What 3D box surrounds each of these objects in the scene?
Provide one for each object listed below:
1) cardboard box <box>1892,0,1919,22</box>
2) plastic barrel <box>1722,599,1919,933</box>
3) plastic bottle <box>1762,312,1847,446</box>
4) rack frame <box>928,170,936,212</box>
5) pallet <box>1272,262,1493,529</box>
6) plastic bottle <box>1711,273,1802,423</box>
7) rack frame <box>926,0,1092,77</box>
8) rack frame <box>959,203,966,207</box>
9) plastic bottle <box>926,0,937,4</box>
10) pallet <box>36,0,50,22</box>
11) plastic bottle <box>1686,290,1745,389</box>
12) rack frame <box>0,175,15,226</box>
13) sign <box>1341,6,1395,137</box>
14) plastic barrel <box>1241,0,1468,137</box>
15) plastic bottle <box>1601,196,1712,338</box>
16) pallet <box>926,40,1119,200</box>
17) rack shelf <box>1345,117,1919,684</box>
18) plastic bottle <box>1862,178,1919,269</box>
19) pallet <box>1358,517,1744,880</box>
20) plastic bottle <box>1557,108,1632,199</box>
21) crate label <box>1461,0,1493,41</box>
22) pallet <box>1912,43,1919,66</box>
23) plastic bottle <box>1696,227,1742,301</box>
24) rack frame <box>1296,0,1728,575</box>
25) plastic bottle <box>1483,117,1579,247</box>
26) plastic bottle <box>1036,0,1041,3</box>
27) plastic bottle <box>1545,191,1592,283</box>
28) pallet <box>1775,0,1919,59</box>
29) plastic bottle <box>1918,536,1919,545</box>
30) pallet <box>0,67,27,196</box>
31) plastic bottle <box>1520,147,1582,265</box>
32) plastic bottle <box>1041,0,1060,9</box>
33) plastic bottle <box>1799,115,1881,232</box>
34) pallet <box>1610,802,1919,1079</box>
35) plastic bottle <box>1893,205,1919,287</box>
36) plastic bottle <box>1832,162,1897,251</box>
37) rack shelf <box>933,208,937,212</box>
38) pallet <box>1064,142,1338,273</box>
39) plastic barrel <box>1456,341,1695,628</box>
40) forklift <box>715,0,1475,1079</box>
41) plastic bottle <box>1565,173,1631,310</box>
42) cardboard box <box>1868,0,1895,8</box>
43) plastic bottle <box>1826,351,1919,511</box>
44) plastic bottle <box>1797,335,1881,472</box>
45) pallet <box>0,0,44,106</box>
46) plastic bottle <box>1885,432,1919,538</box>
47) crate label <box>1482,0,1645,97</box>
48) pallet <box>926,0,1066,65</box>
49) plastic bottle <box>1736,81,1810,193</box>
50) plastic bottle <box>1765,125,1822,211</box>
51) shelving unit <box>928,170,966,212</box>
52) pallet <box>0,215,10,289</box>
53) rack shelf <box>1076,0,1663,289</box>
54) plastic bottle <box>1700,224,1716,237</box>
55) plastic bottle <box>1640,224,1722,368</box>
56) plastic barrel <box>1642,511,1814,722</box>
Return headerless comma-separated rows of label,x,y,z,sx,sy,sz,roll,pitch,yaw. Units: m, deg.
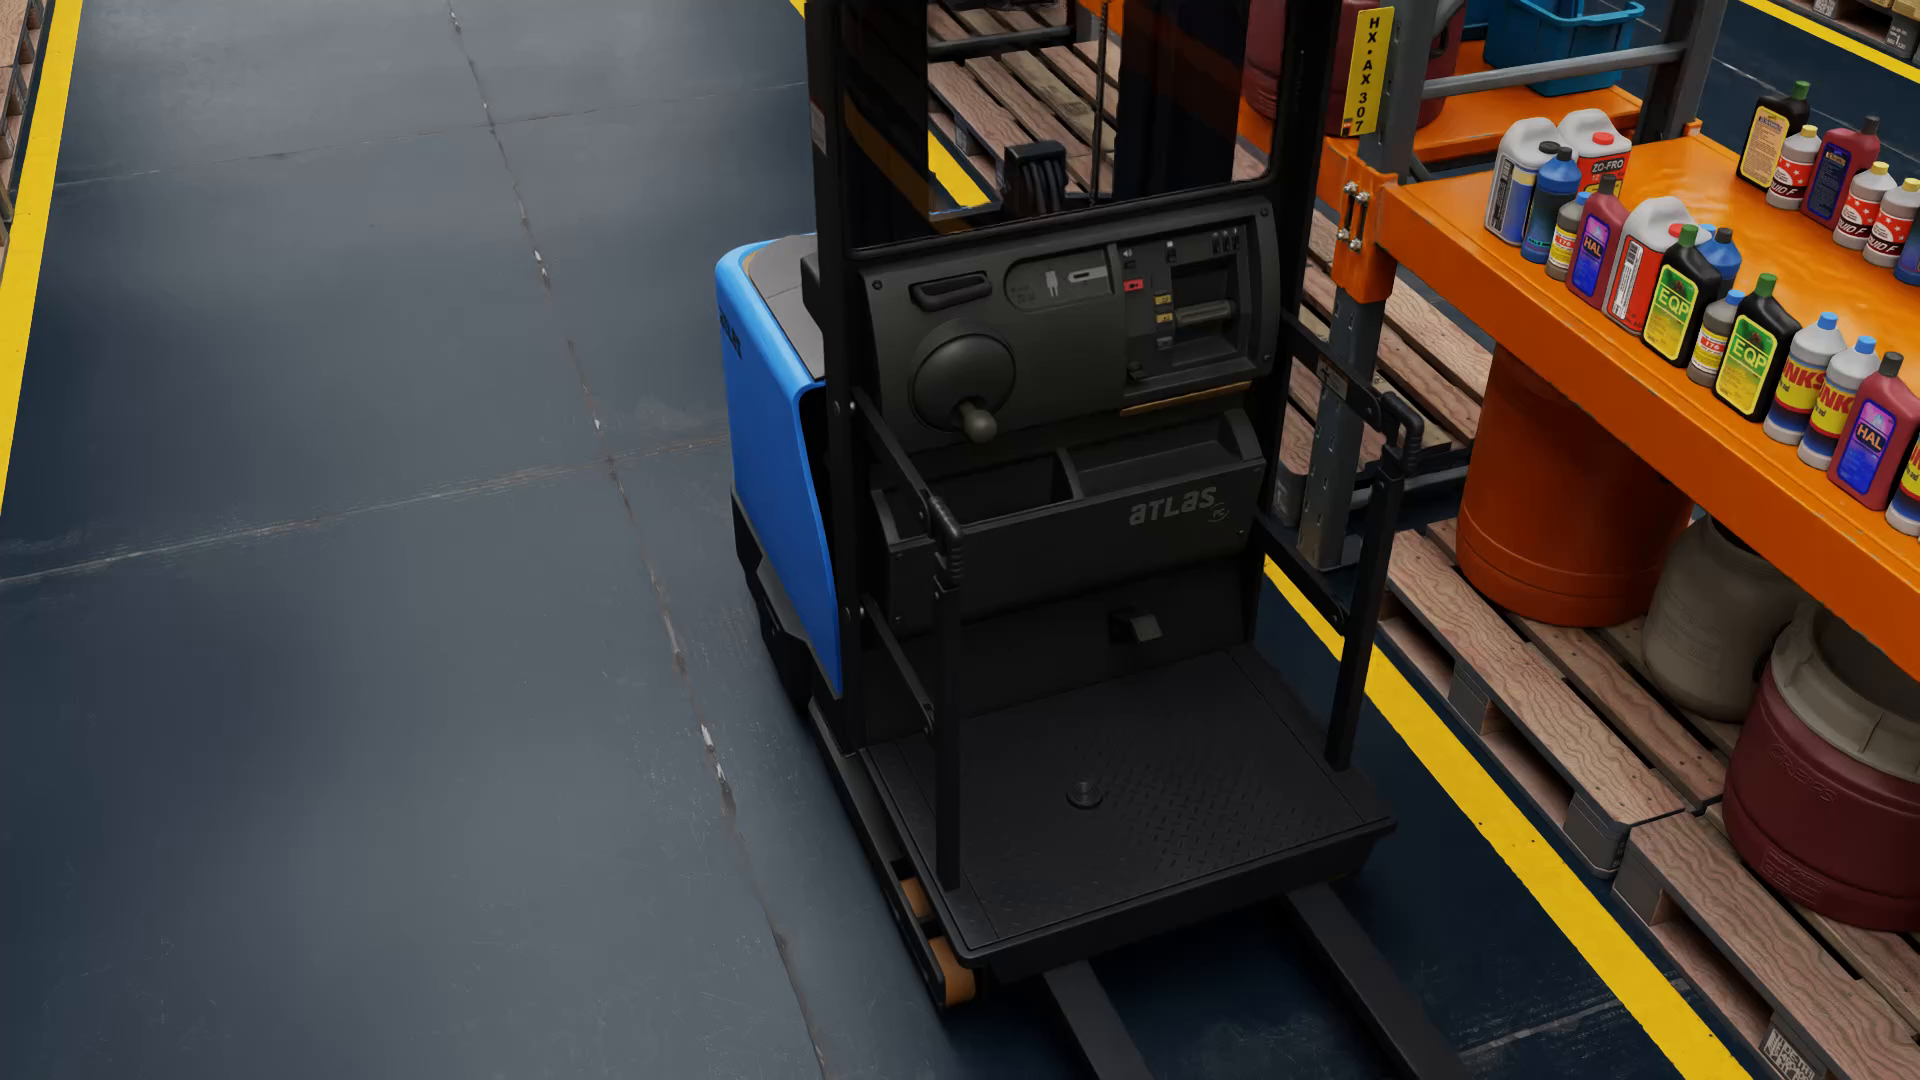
cardboard box,5.075,-2.719,8.303,0.500,0.250,0.500,-14,39,-17
plastic barrel,2.110,0.480,3.775,0.600,0.588,0.708,-12,39,-16
plastic bottle,1.682,-0.326,3.296,0.097,0.271,0.097,0,37,0
rack frame,-0.168,-0.665,5.260,0.200,1.050,0.008,-13,39,-17
pallet,1.307,-0.558,5.816,1.003,0.211,1.213,-12,39,-16
plastic bottle,1.625,-0.392,3.374,0.061,0.283,0.133,-12,39,-16
rack frame,0.161,-3.486,7.385,1.000,3.000,0.127,-12,39,-16
rack frame,-0.078,-0.528,5.079,0.200,1.050,0.008,-13,39,-17
plastic bottle,-0.196,-2.938,8.493,0.144,0.351,0.185,-12,39,-16
pallet,-5.594,-3.097,9.187,1.003,0.211,1.213,-12,39,-16
plastic bottle,1.602,-0.428,3.490,0.097,0.201,0.097,0,37,0
rack frame,-4.490,-2.461,6.024,1.000,3.000,0.127,-12,39,-16
sign,1.023,-1.174,4.180,0.100,0.325,0.005,-12,39,-16
plastic barrel,1.093,-1.480,4.609,0.600,0.536,0.708,-12,39,-16
plastic bottle,1.542,-0.604,3.662,0.152,0.276,0.135,-12,39,-16
pallet,0.468,-1.937,7.646,1.003,0.211,1.213,-12,39,-16
rack shelf,2.226,0.191,3.102,1.077,0.370,4.000,-12,39,-16
plastic bottle,2.213,-0.753,3.921,0.097,0.201,0.097,0,37,0
pallet,1.848,0.324,4.644,1.003,0.211,1.213,-12,39,-16
plastic bottle,1.526,-0.897,4.051,0.152,0.276,0.135,-12,39,-16
crate label,1.449,-1.858,5.194,0.502,0.435,0.616,-12,39,-16
pallet,5.527,-2.297,8.125,1.003,0.211,1.213,-12,39,-16
plastic bottle,1.613,-0.544,3.586,0.097,0.271,0.097,0,37,0
rack frame,1.537,-1.227,4.385,1.000,3.000,0.127,-12,39,-16
plastic bottle,1.383,-0.866,4.009,0.152,0.276,0.135,-12,39,-16
plastic bottle,0.428,-2.872,8.530,0.097,0.201,0.097,0,37,0
plastic bottle,1.430,-0.710,3.864,0.097,0.201,0.097,0,37,0
pallet,5.103,-2.988,9.041,1.003,0.211,1.213,-12,39,-16
plastic bottle,1.860,-0.082,2.969,0.152,0.276,0.135,-12,39,-16
pallet,-4.754,-1.719,7.357,1.003,0.211,1.213,-12,39,-16
plastic bottle,1.397,-0.793,3.916,0.097,0.271,0.097,0,37,0
plastic bottle,0.463,-2.843,8.433,0.097,0.271,0.097,0,37,0
plastic bottle,2.157,-0.909,4.061,0.061,0.283,0.133,-12,39,-16
pallet,2.264,1.012,3.731,1.003,0.211,1.213,-12,39,-16
plastic bottle,2.246,-0.726,3.827,0.097,0.271,0.097,0,37,0
plastic bottle,2.179,-0.808,3.994,0.097,0.201,0.097,0,37,0
rack shelf,-0.123,-0.815,5.005,0.215,0.259,0.240,-13,39,-17
pallet,0.891,-1.247,6.729,1.003,0.211,1.213,-12,39,-16
plastic barrel,1.722,-0.255,4.550,0.600,0.830,0.708,-12,39,-16
forklift,0.334,-0.390,3.332,1.130,2.935,3.031,-13,39,-17
plastic bottle,1.453,-0.674,3.748,0.061,0.283,0.133,-12,39,-16
cardboard box,4.894,-3.011,8.691,0.500,0.250,0.500,-11,38,-15
plastic bottle,1.738,-0.206,3.128,0.061,0.283,0.133,-12,39,-16
plastic bottle,1.715,-0.271,3.223,0.097,0.271,0.097,0,37,0
pallet,-5.177,-2.409,8.273,1.003,0.211,1.213,-12,39,-16
plastic bottle,1.794,-0.140,3.050,0.097,0.271,0.097,0,37,0
crate label,1.744,-1.475,4.855,0.303,0.233,0.416,-12,39,-16
pallet,-0.031,-2.760,8.739,1.003,0.211,1.213,-12,39,-16
plastic bottle,2.077,-1.040,4.234,0.061,0.283,0.133,-12,39,-16
plastic bottle,2.100,-0.938,4.167,0.097,0.201,0.097,0,37,0
shelving unit,-0.123,-0.596,5.169,0.215,1.050,0.252,-13,39,-17
pallet,-4.220,-0.907,6.279,1.003,0.211,1.213,-12,39,-16
rack shelf,0.849,-2.069,6.102,1.077,0.370,4.000,-12,39,-16
plastic bottle,1.653,-0.611,3.733,0.097,0.201,0.097,0,37,0
plastic bottle,1.545,-0.522,3.547,0.061,0.283,0.133,-12,39,-16
plastic barrel,2.000,0.173,4.246,0.421,0.512,0.421,0,37,0
